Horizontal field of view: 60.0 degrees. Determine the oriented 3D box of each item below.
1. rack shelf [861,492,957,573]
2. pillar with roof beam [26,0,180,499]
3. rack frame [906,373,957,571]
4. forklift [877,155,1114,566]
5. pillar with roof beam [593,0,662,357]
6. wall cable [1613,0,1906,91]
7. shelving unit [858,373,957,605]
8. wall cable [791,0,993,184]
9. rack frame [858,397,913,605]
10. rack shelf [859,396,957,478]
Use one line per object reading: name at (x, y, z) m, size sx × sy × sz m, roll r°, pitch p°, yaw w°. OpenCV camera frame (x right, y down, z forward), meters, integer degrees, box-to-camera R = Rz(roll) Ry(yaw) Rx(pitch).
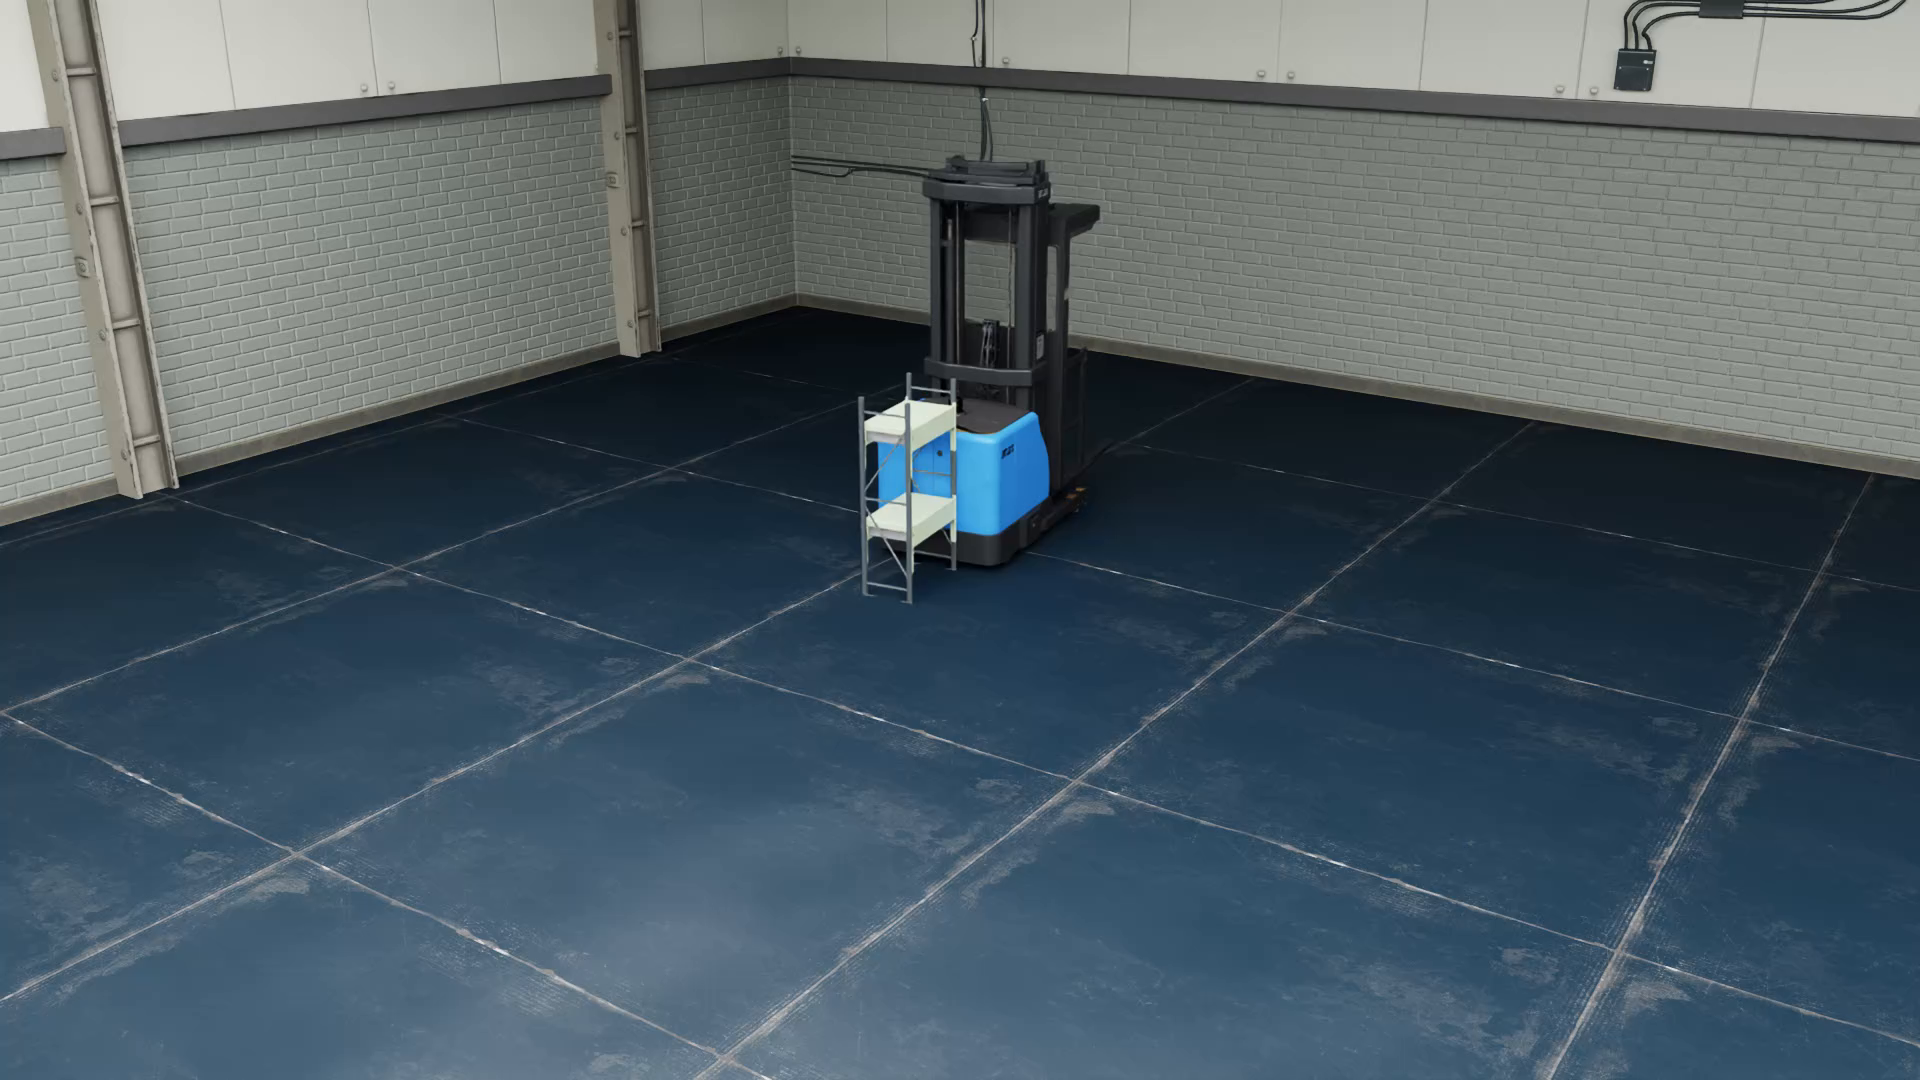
rack shelf at (-0.370, -0.078, 12.255) m, size 0.431 × 0.370 × 0.720 m, roll 9°, pitch 22°, yaw 24°
pillar with roof beam at (-3.484, -3.816, 10.610) m, size 9.100 × 9.000 × 0.400 m, roll 13°, pitch 24°, yaw 32°
rack frame at (-0.212, -0.499, 12.452) m, size 0.400 × 1.500 × 0.023 m, roll 9°, pitch 22°, yaw 24°
forklift at (0.447, -1.652, 13.505) m, size 1.130 × 2.935 × 3.031 m, roll 9°, pitch 22°, yaw 24°
pillar with roof beam at (-0.111, -5.537, 15.264) m, size 9.100 × 9.000 × 0.400 m, roll 13°, pitch 24°, yaw 32°
wall cable at (6.920, -6.703, 13.514) m, size 2.305 × 6.003 × 0.169 m, roll 13°, pitch 24°, yaw 32°
shelving unit at (-0.370, -0.384, 12.142) m, size 0.431 × 1.500 × 0.755 m, roll 9°, pitch 22°, yaw 24°
wall cable at (-0.922, -5.508, 19.660) m, size 3.097 × 2.526 × 0.112 m, roll 13°, pitch 24°, yaw 32°
rack frame at (-0.527, -0.270, 11.832) m, size 0.400 × 1.500 × 0.023 m, roll 9°, pitch 22°, yaw 24°
rack shelf at (-0.370, -0.750, 12.006) m, size 0.431 × 0.370 × 0.720 m, roll 9°, pitch 22°, yaw 24°
